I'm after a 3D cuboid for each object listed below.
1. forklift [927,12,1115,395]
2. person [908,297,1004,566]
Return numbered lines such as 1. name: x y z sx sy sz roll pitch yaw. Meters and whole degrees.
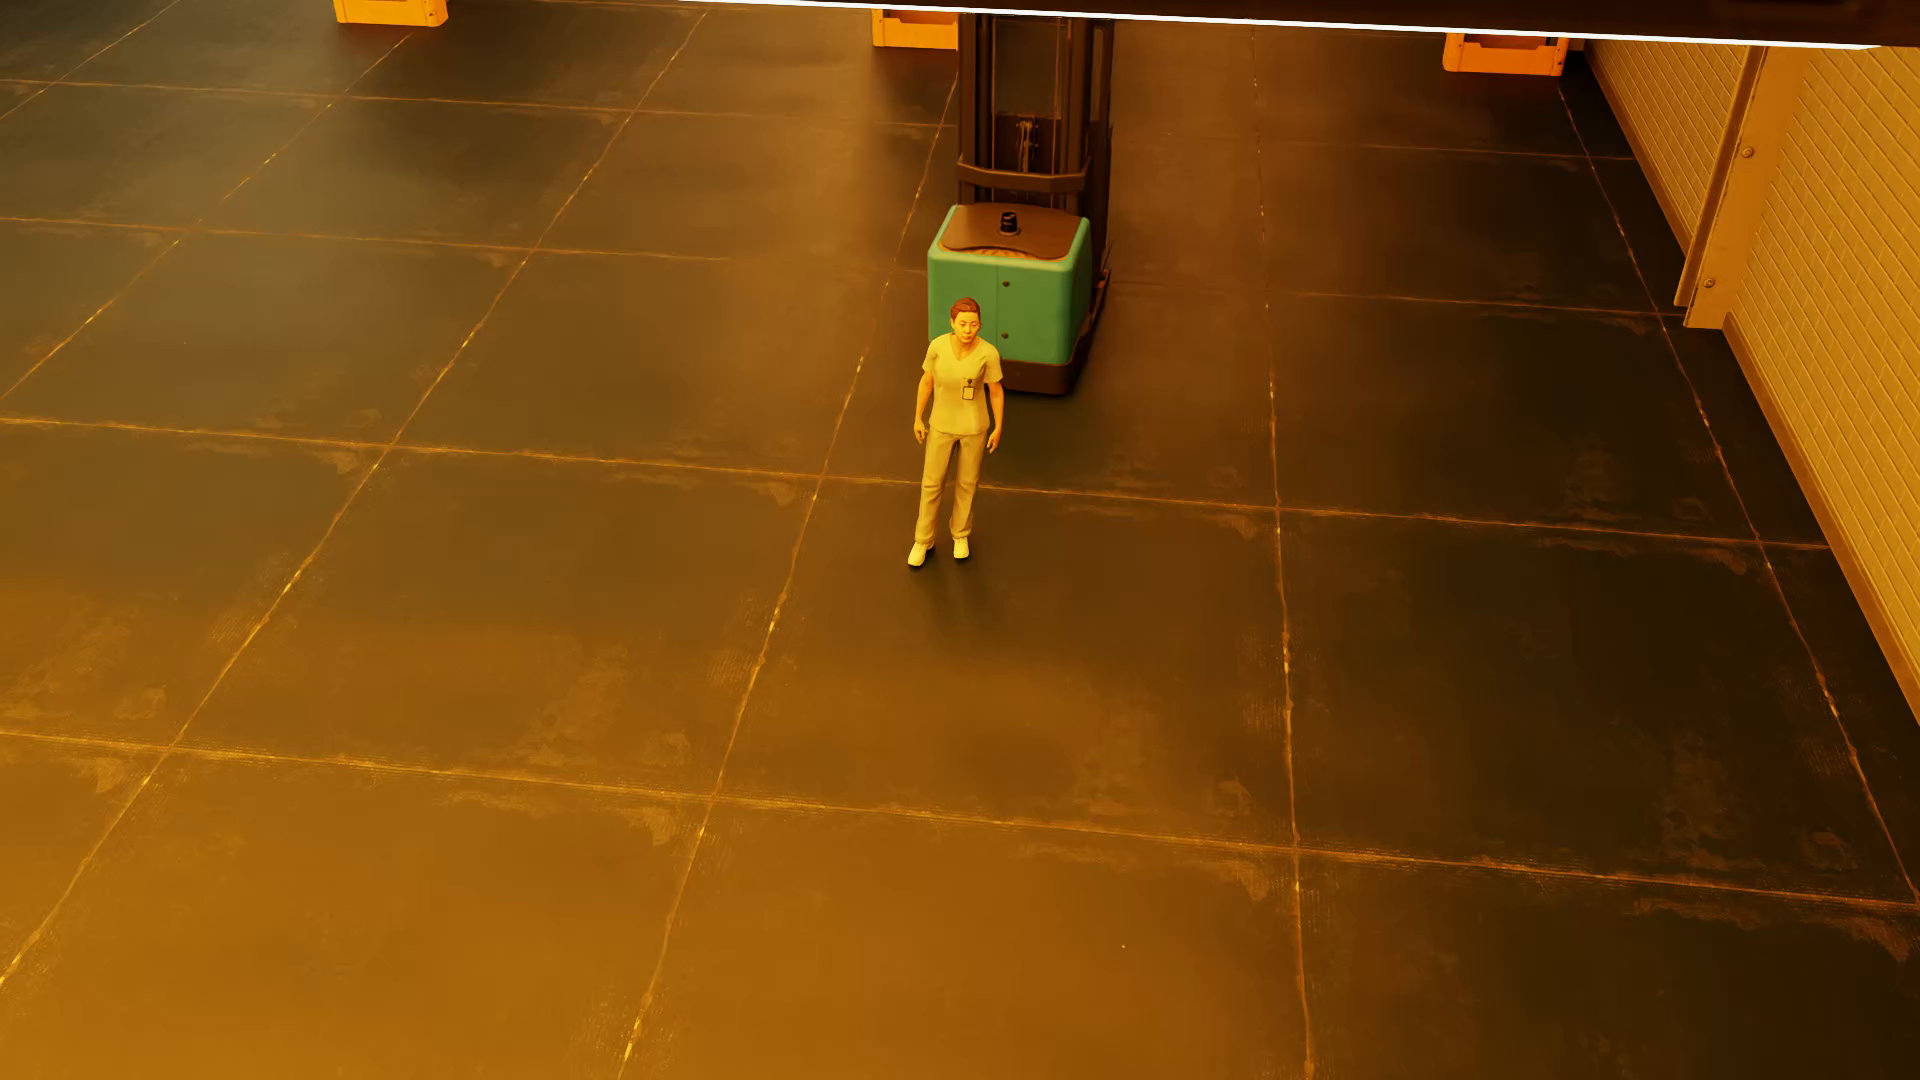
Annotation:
1. forklift: 0.580 -3.082 12.211 1.130 2.935 3.031 7 37 10
2. person: -0.023 -0.638 9.941 0.549 1.675 0.549 4 37 6
